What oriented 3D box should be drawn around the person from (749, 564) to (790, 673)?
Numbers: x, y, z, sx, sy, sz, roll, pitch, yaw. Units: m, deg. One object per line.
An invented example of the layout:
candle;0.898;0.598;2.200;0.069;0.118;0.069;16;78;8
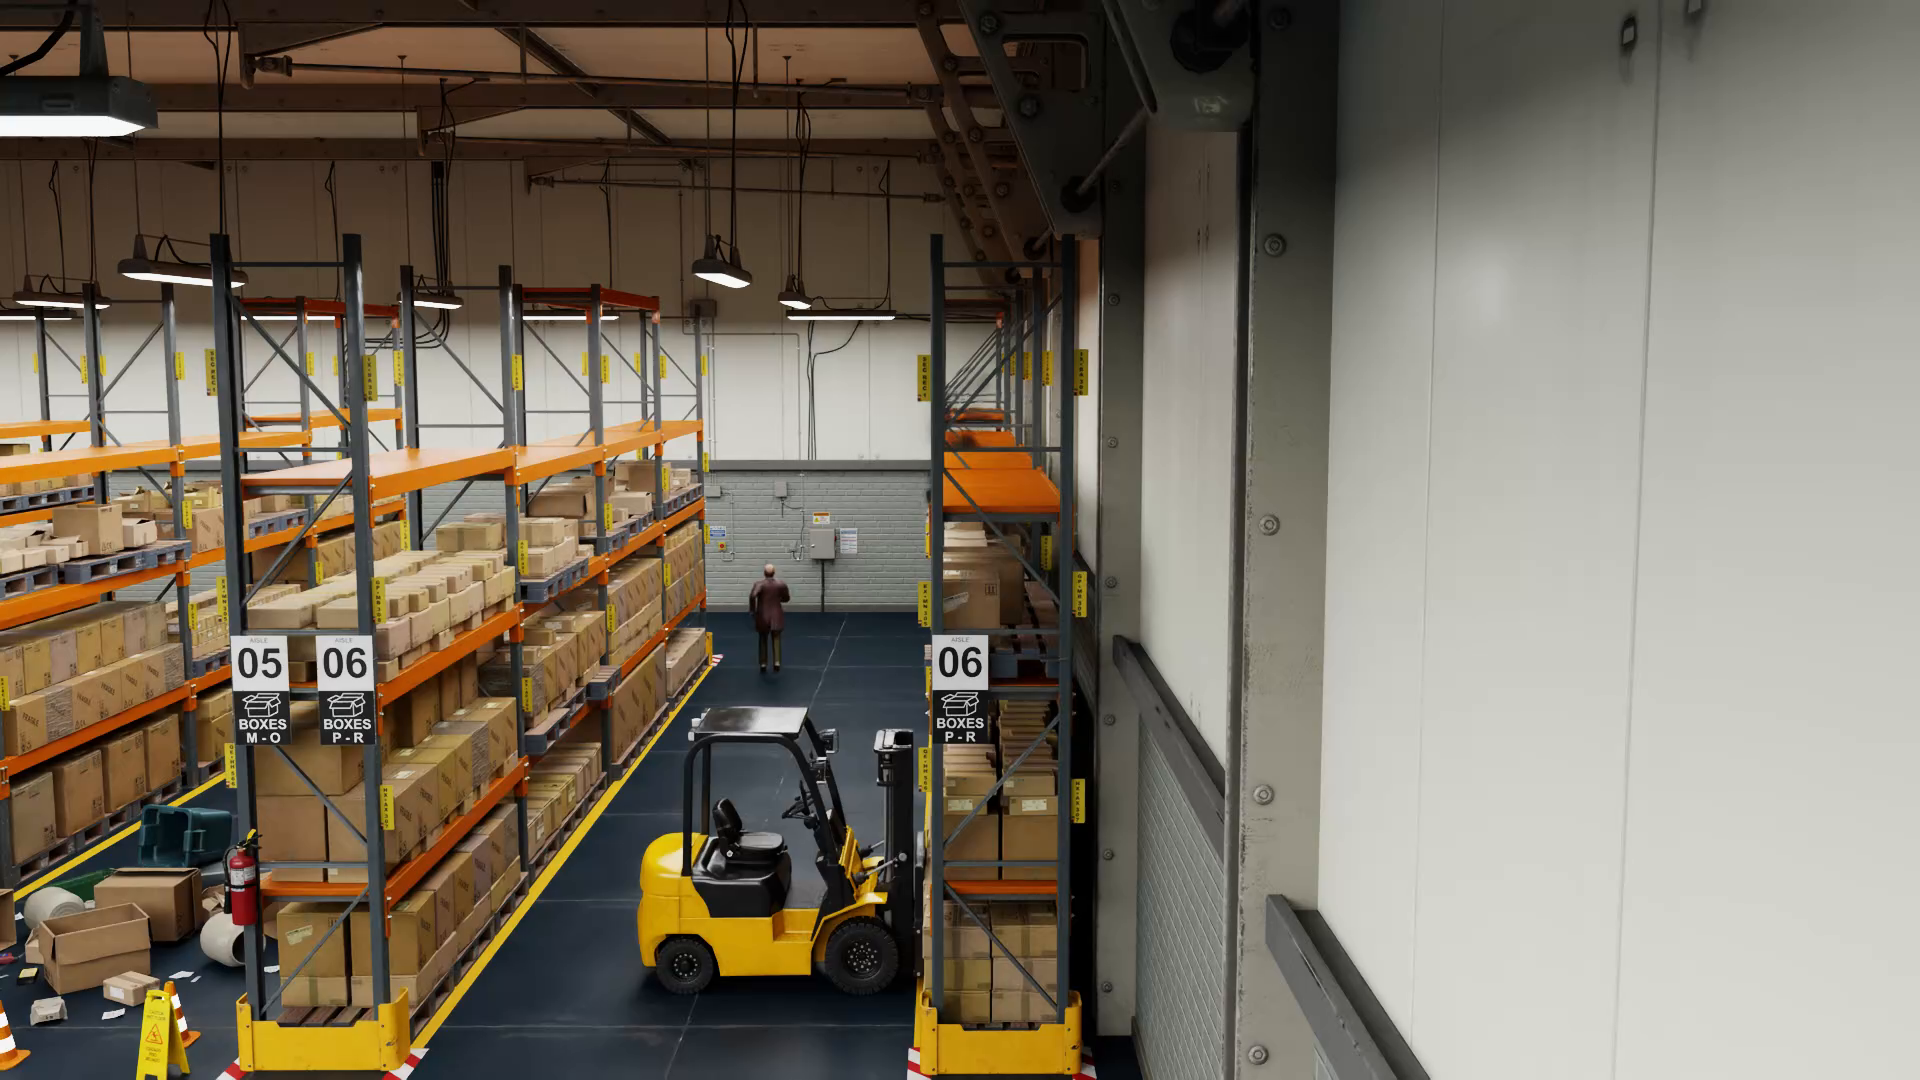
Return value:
person;-3.084;1.284;26.954;0.691;1.803;1.003;-1;6;-12
